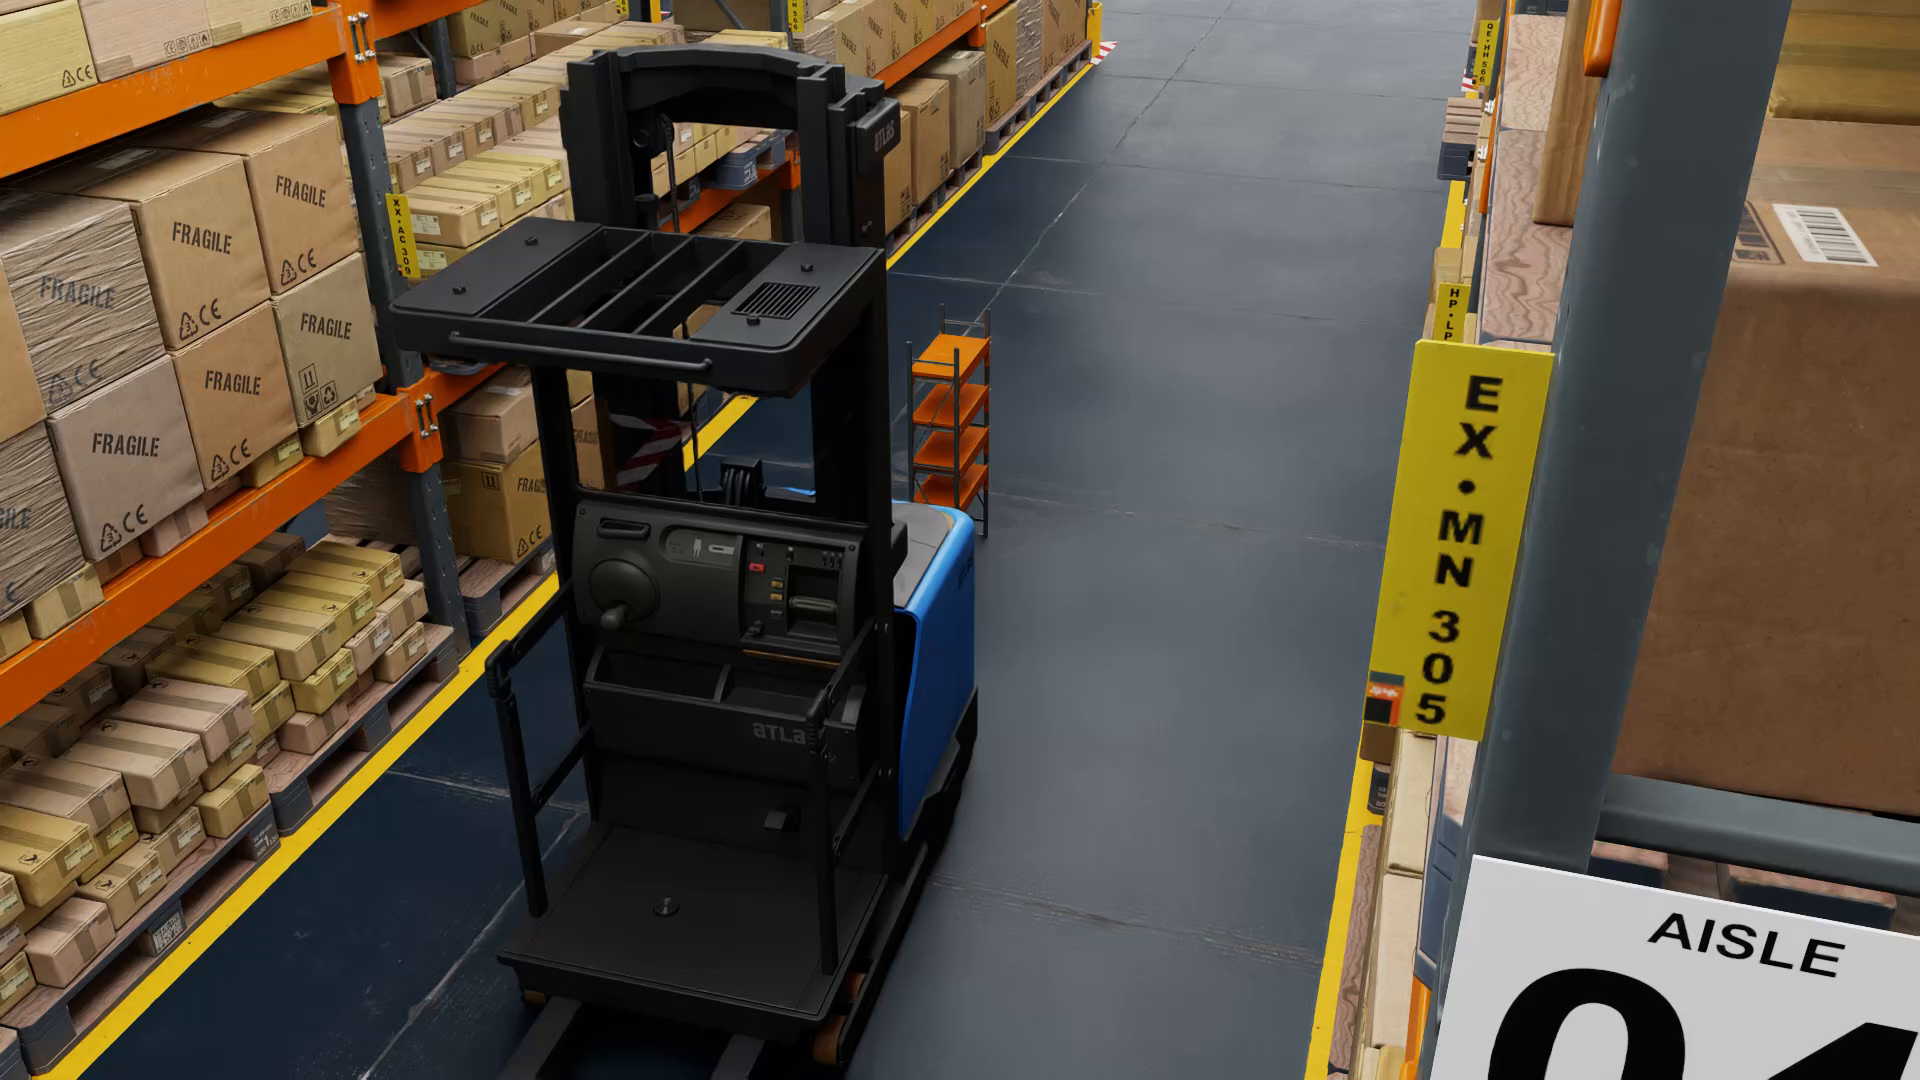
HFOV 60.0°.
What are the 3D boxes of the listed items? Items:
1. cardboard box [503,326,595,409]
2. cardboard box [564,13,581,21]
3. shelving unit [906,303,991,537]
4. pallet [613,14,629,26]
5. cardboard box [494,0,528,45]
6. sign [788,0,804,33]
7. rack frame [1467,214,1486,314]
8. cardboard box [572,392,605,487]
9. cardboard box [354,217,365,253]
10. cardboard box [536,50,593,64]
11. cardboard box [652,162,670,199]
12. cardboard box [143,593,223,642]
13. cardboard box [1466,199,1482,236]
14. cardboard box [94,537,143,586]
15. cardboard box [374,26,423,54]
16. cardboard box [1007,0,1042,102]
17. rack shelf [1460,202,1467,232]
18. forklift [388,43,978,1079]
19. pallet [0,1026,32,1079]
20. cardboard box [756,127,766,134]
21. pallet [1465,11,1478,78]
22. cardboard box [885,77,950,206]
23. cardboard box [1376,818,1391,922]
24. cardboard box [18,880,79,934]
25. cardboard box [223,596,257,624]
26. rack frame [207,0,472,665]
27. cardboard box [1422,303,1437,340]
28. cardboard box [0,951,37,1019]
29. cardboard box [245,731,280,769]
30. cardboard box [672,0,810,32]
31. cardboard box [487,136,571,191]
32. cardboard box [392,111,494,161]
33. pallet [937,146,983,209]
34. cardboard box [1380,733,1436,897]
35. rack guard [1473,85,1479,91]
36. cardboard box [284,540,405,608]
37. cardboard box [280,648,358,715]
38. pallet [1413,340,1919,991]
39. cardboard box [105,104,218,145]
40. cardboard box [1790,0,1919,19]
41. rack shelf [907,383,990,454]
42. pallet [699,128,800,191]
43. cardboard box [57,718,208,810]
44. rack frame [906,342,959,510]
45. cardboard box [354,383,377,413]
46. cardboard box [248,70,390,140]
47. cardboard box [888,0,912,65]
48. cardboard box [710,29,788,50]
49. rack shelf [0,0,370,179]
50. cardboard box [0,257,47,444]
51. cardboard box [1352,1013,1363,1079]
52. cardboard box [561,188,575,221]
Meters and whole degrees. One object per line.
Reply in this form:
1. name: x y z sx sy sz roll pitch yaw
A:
1. cardboard box: -2.032 -0.830 8.025 0.500 0.250 0.500 9 30 16
2. cardboard box: -4.182 -5.178 16.869 0.500 0.250 0.500 7 30 13
3. shelving unit: -0.049 -0.447 7.820 0.258 1.200 0.503 8 30 15
4. pallet: -4.189 -5.468 17.862 1.003 0.211 1.213 8 30 15
5. cardboard box: -4.491 -5.031 15.833 0.500 0.500 0.500 10 31 17
6. sign: -0.959 -3.115 9.655 0.100 0.325 0.005 8 30 15
7. rack frame: 2.057 -0.103 5.350 1.000 3.000 0.127 8 30 15
8. cardboard box: -2.031 -0.501 8.204 0.500 0.500 0.500 10 31 17
9. cardboard box: -2.727 -1.275 6.976 0.380 0.149 0.250 9 30 16
10. cardboard box: -2.033 -2.502 8.876 0.380 0.149 0.250 7 30 13
11. cardboard box: -1.645 -1.773 8.179 0.380 0.149 0.250 7 30 13
12. cardboard box: -3.119 0.319 6.480 0.380 0.149 0.250 8 30 14
13. cardboard box: 2.383 -1.108 7.054 0.500 0.500 0.500 9 30 15
14. cardboard box: -2.898 0.026 5.375 0.380 0.149 0.250 8 30 14
15. cardboard box: -5.151 -4.858 15.522 0.500 0.500 0.500 8 30 14
16. cardboard box: 0.206 -4.533 15.066 0.875 0.875 0.875 9 30 15
17. rack shelf: 2.644 -0.718 7.196 1.077 0.370 4.000 8 30 15
18. forklift: -0.809 0.171 4.928 1.130 2.935 3.031 7 30 13
19. pallet: -3.534 1.812 4.776 1.003 0.211 1.213 8 30 15
20. cardboard box: -1.261 -2.381 9.270 0.380 0.149 0.250 8 30 15
21. pallet: 4.042 -3.403 11.479 1.003 0.211 1.213 8 30 15
22. cardboard box: -0.690 -3.027 12.488 1.050 0.750 0.750 8 30 15
23. cardboard box: 1.196 0.821 3.947 0.380 0.149 0.250 8 30 13
24. cardboard box: -3.102 1.108 5.367 0.380 0.149 0.250 10 31 17
25. cardboard box: -3.056 0.328 6.770 0.380 0.149 0.250 9 30 15
26. rack frame: -2.655 -0.858 6.707 1.000 3.000 0.127 8 30 15
27. cardboard box: 2.740 -0.486 7.792 1.225 0.875 0.875 9 30 15
28. cardboard box: -3.141 1.380 5.184 0.380 0.149 0.250 9 30 15
29. cardboard box: -2.810 0.781 6.261 0.380 0.149 0.250 8 30 14
30. cardboard box: -1.340 -3.405 10.153 0.700 0.500 0.500 8 30 15
31. cardboard box: -1.870 -1.674 7.388 0.380 0.149 0.250 8 30 14
32. cardboard box: -2.416 -1.887 7.770 0.380 0.149 0.250 8 30 13
33. pallet: -0.461 -2.988 13.404 1.003 0.211 1.213 8 30 15
34. cardboard box: 1.219 0.713 3.731 0.500 0.250 0.500 9 30 15
35. rack guard: 5.557 -4.552 15.919 1.175 0.500 0.348 8 30 15
36. cardboard box: -2.511 0.147 6.789 0.380 0.149 0.250 9 30 16
37. cardboard box: -2.573 0.521 6.423 0.380 0.149 0.250 7 30 13
38. pallet: 1.091 0.137 1.923 1.003 0.211 1.213 8 30 15
39. cardboard box: -3.020 -1.294 6.053 0.500 0.500 0.500 9 30 16
40. cardboard box: 1.370 -0.567 2.460 0.700 0.500 0.500 6 30 11
41. rack shelf: -0.049 -0.584 7.744 0.258 0.148 0.480 8 30 15
42. pallet: -1.588 -2.287 9.472 1.213 0.211 1.003 8 30 15
43. cardboard box: -2.823 0.763 5.681 0.380 0.149 0.250 7 30 13
44. rack frame: -0.120 -0.334 7.616 0.240 1.200 0.015 8 30 15
45. cardboard box: -2.515 -0.582 6.469 0.380 0.149 0.250 8 30 14
46. cardboard box: -5.428 -3.692 14.072 0.950 0.372 0.625 10 31 18
47. cardboard box: -0.648 -3.633 11.592 0.500 0.500 0.500 8 30 14
48. cardboard box: -1.186 -2.757 9.336 0.380 0.149 0.250 7 30 13
49. rack shelf: -3.242 -0.925 4.482 1.077 0.370 4.000 8 30 15
50. cardboard box: -2.981 -0.492 4.611 0.500 0.500 0.500 8 30 13
51. cardboard box: 1.261 1.769 3.738 0.875 0.875 0.875 8 30 15
52. cardboard box: -1.874 -1.541 7.455 0.380 0.149 0.250 7 30 13
